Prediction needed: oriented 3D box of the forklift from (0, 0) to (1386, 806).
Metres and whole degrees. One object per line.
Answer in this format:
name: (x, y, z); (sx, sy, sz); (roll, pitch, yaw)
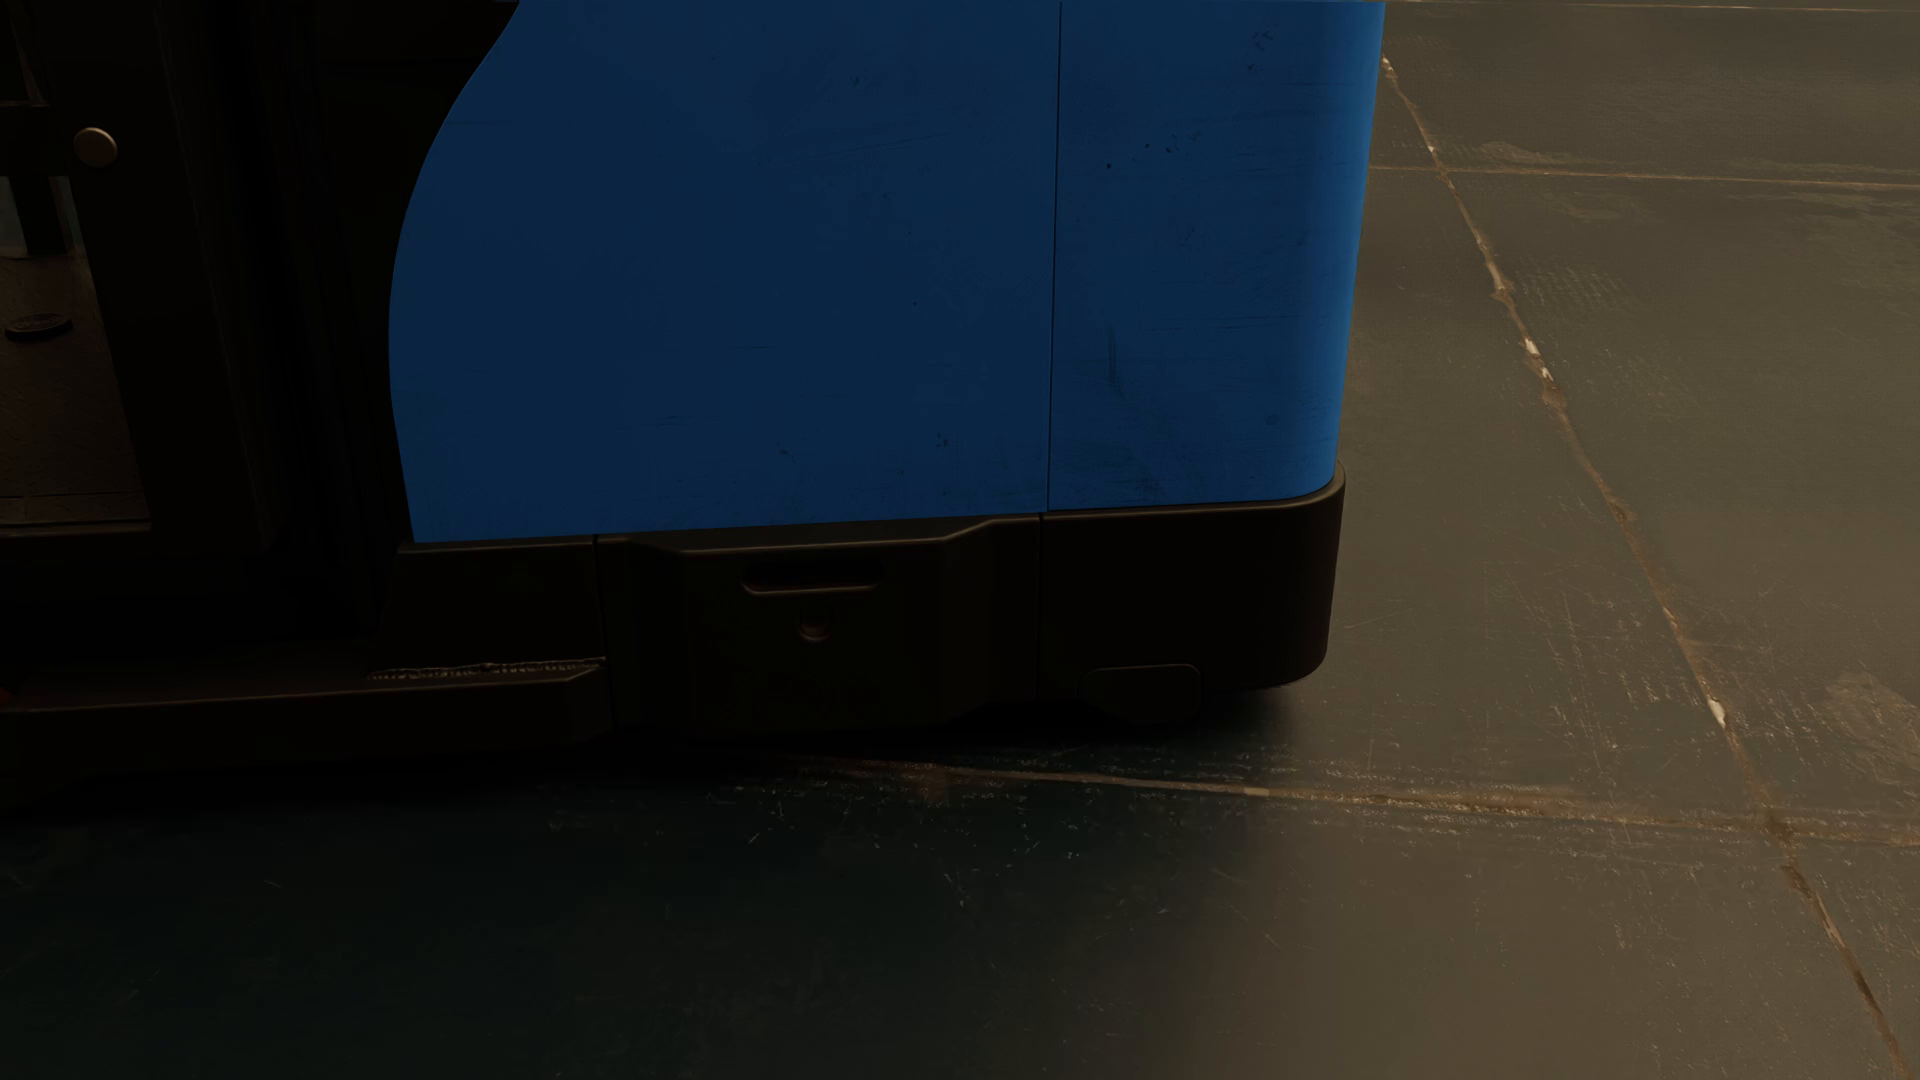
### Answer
forklift: (-1.097, -1.233, 1.687); (3.031, 2.935, 1.130); (-3, 27, -6)
